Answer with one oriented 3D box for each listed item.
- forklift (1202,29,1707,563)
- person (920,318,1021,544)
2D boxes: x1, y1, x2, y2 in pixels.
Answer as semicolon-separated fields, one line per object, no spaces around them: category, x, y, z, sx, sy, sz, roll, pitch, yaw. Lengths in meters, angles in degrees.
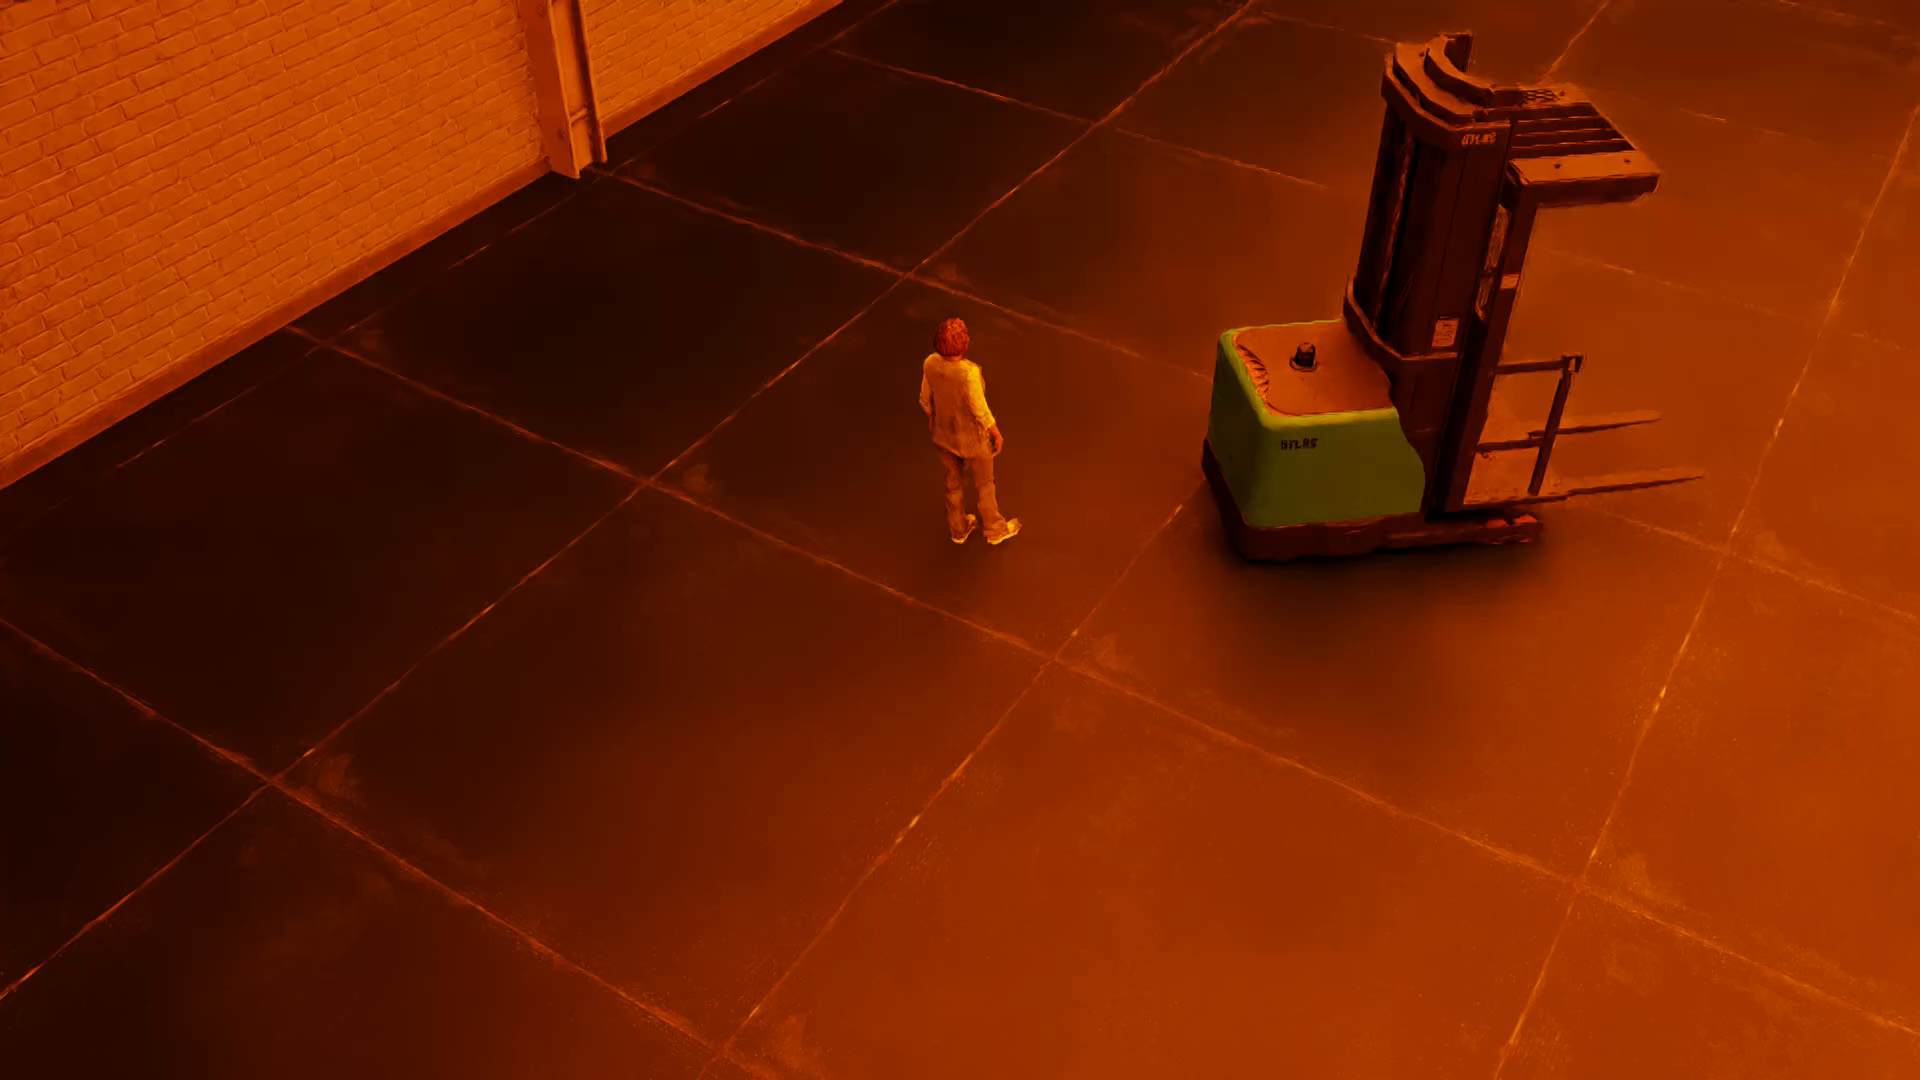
forklift;3.117;-1.420;9.643;3.031;2.935;1.130;-6;41;-7
person;0.051;-0.650;9.755;0.521;1.597;0.474;22;45;24
